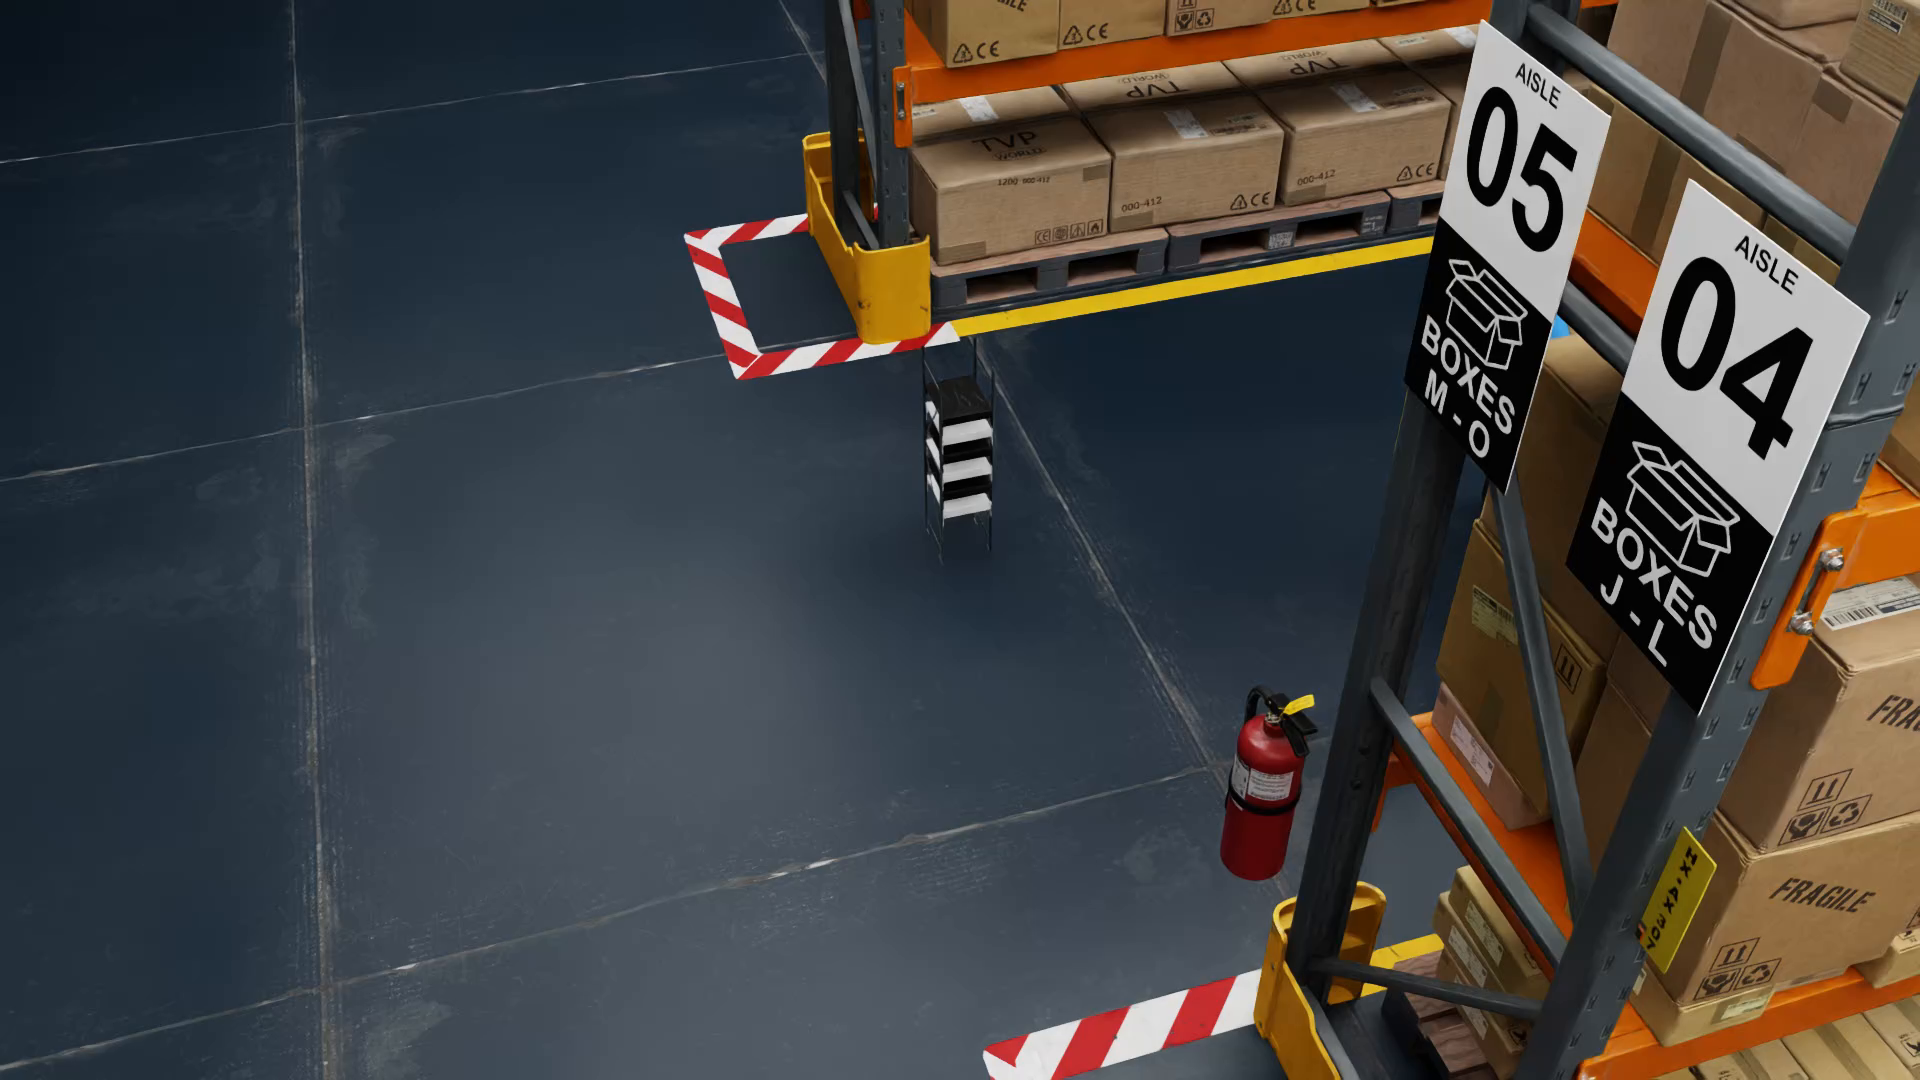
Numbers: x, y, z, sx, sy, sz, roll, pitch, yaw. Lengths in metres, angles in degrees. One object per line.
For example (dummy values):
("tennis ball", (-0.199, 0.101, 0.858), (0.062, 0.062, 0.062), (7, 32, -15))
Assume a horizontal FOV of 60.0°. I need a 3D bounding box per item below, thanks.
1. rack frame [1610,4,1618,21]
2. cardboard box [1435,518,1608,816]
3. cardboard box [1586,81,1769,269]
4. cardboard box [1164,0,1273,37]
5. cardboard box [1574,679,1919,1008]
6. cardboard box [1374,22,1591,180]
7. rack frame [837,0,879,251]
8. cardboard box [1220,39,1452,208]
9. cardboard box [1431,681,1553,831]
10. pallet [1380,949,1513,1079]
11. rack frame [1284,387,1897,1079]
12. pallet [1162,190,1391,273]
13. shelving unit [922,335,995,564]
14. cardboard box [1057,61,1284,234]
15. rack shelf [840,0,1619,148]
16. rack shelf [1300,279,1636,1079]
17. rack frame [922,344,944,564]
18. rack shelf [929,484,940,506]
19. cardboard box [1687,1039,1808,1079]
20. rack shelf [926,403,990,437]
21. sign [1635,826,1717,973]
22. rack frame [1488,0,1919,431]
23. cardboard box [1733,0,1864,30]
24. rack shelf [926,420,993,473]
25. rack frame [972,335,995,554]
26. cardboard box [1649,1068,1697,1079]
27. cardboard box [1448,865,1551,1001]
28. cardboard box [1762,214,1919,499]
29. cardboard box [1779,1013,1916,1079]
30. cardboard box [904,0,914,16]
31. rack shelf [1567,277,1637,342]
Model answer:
("rack frame", (3.377, -3.231, 8.169), (0.053, 2.616, 0.949), (-12, 42, -13))
("cardboard box", (1.498, 0.248, 3.884), (0.500, 0.500, 0.500), (-11, 42, -12))
("cardboard box", (1.501, -0.681, 3.084), (0.500, 0.250, 0.500), (-13, 43, -14))
("cardboard box", (1.072, -2.598, 7.367), (0.500, 0.500, 0.500), (-12, 43, -13))
("cardboard box", (1.657, 0.583, 3.501), (0.500, 0.500, 0.500), (-10, 42, -11))
("cardboard box", (2.747, -2.366, 8.806), (0.875, 0.438, 0.875), (-12, 43, -14))
("rack frame", (-0.438, -2.441, 7.264), (0.053, 2.616, 0.949), (-12, 42, -13))
("cardboard box", (1.893, -2.188, 8.603), (0.875, 0.438, 0.875), (-13, 43, -14))
("cardboard box", (1.372, 0.501, 4.088), (0.250, 0.149, 0.380), (-12, 42, -13))
("pallet", (2.004, 1.545, 4.822), (1.213, 0.211, 1.003), (-12, 42, -13))
("rack frame", (1.146, 0.648, 3.729), (0.127, 3.000, 1.000), (-12, 42, -13))
("pallet", (1.464, -1.834, 8.689), (1.213, 0.211, 1.003), (-12, 42, -13))
("shelving unit", (6.907, -0.138, 3.832), (12.137, 4.047, 8.426), (-12, 42, -13))
("cardboard box", (1.033, -2.011, 8.400), (0.875, 0.438, 0.875), (-11, 42, -12))
("rack shelf", (1.471, -2.563, 7.950), (4.000, 0.370, 1.077), (-12, 42, -13))
("rack shelf", (1.147, 0.650, 3.726), (0.053, 2.616, 0.949), (-12, 42, -13))
("rack frame", (-0.105, -0.317, 6.429), (0.006, 0.900, 0.240), (-12, 42, -13))
("rack shelf", (-0.008, -0.188, 6.583), (0.184, 0.015, 0.199), (-12, 42, -13))
("cardboard box", (1.975, 1.319, 4.356), (0.250, 0.149, 0.380), (-11, 42, -12))
("rack shelf", (6.915, -0.361, 3.628), (12.128, 3.443, 8.407), (-12, 42, -13))
("sign", (1.309, 0.662, 3.054), (0.005, 0.325, 0.100), (-12, 42, -13))
("rack frame", (1.146, -1.611, 1.755), (0.127, 3.000, 1.000), (-12, 42, -13))
("cardboard box", (1.375, -1.014, 2.782), (0.250, 0.149, 0.380), (-12, 43, -13))
("rack shelf", (-0.008, -0.380, 6.415), (0.200, 0.077, 0.258), (-12, 42, -13))
("rack frame", (0.089, -0.357, 6.475), (0.006, 0.900, 0.240), (-12, 42, -13))
("cardboard box", (1.748, 1.449, 4.207), (0.250, 0.149, 0.380), (-14, 43, -15))
("cardboard box", (1.575, 1.076, 4.634), (0.250, 0.149, 0.380), (-11, 42, -13))
("cardboard box", (1.651, -0.354, 2.709), (0.529, 0.250, 0.529), (-13, 43, -14))
("cardboard box", (2.254, 1.350, 4.321), (0.250, 0.149, 0.380), (-12, 43, -13))
("cardboard box", (-0.056, -2.738, 7.528), (0.500, 0.500, 0.500), (-11, 42, -13))
("rack shelf", (3.054, -0.660, 3.384), (3.687, 0.071, 0.831), (-12, 42, -13))
